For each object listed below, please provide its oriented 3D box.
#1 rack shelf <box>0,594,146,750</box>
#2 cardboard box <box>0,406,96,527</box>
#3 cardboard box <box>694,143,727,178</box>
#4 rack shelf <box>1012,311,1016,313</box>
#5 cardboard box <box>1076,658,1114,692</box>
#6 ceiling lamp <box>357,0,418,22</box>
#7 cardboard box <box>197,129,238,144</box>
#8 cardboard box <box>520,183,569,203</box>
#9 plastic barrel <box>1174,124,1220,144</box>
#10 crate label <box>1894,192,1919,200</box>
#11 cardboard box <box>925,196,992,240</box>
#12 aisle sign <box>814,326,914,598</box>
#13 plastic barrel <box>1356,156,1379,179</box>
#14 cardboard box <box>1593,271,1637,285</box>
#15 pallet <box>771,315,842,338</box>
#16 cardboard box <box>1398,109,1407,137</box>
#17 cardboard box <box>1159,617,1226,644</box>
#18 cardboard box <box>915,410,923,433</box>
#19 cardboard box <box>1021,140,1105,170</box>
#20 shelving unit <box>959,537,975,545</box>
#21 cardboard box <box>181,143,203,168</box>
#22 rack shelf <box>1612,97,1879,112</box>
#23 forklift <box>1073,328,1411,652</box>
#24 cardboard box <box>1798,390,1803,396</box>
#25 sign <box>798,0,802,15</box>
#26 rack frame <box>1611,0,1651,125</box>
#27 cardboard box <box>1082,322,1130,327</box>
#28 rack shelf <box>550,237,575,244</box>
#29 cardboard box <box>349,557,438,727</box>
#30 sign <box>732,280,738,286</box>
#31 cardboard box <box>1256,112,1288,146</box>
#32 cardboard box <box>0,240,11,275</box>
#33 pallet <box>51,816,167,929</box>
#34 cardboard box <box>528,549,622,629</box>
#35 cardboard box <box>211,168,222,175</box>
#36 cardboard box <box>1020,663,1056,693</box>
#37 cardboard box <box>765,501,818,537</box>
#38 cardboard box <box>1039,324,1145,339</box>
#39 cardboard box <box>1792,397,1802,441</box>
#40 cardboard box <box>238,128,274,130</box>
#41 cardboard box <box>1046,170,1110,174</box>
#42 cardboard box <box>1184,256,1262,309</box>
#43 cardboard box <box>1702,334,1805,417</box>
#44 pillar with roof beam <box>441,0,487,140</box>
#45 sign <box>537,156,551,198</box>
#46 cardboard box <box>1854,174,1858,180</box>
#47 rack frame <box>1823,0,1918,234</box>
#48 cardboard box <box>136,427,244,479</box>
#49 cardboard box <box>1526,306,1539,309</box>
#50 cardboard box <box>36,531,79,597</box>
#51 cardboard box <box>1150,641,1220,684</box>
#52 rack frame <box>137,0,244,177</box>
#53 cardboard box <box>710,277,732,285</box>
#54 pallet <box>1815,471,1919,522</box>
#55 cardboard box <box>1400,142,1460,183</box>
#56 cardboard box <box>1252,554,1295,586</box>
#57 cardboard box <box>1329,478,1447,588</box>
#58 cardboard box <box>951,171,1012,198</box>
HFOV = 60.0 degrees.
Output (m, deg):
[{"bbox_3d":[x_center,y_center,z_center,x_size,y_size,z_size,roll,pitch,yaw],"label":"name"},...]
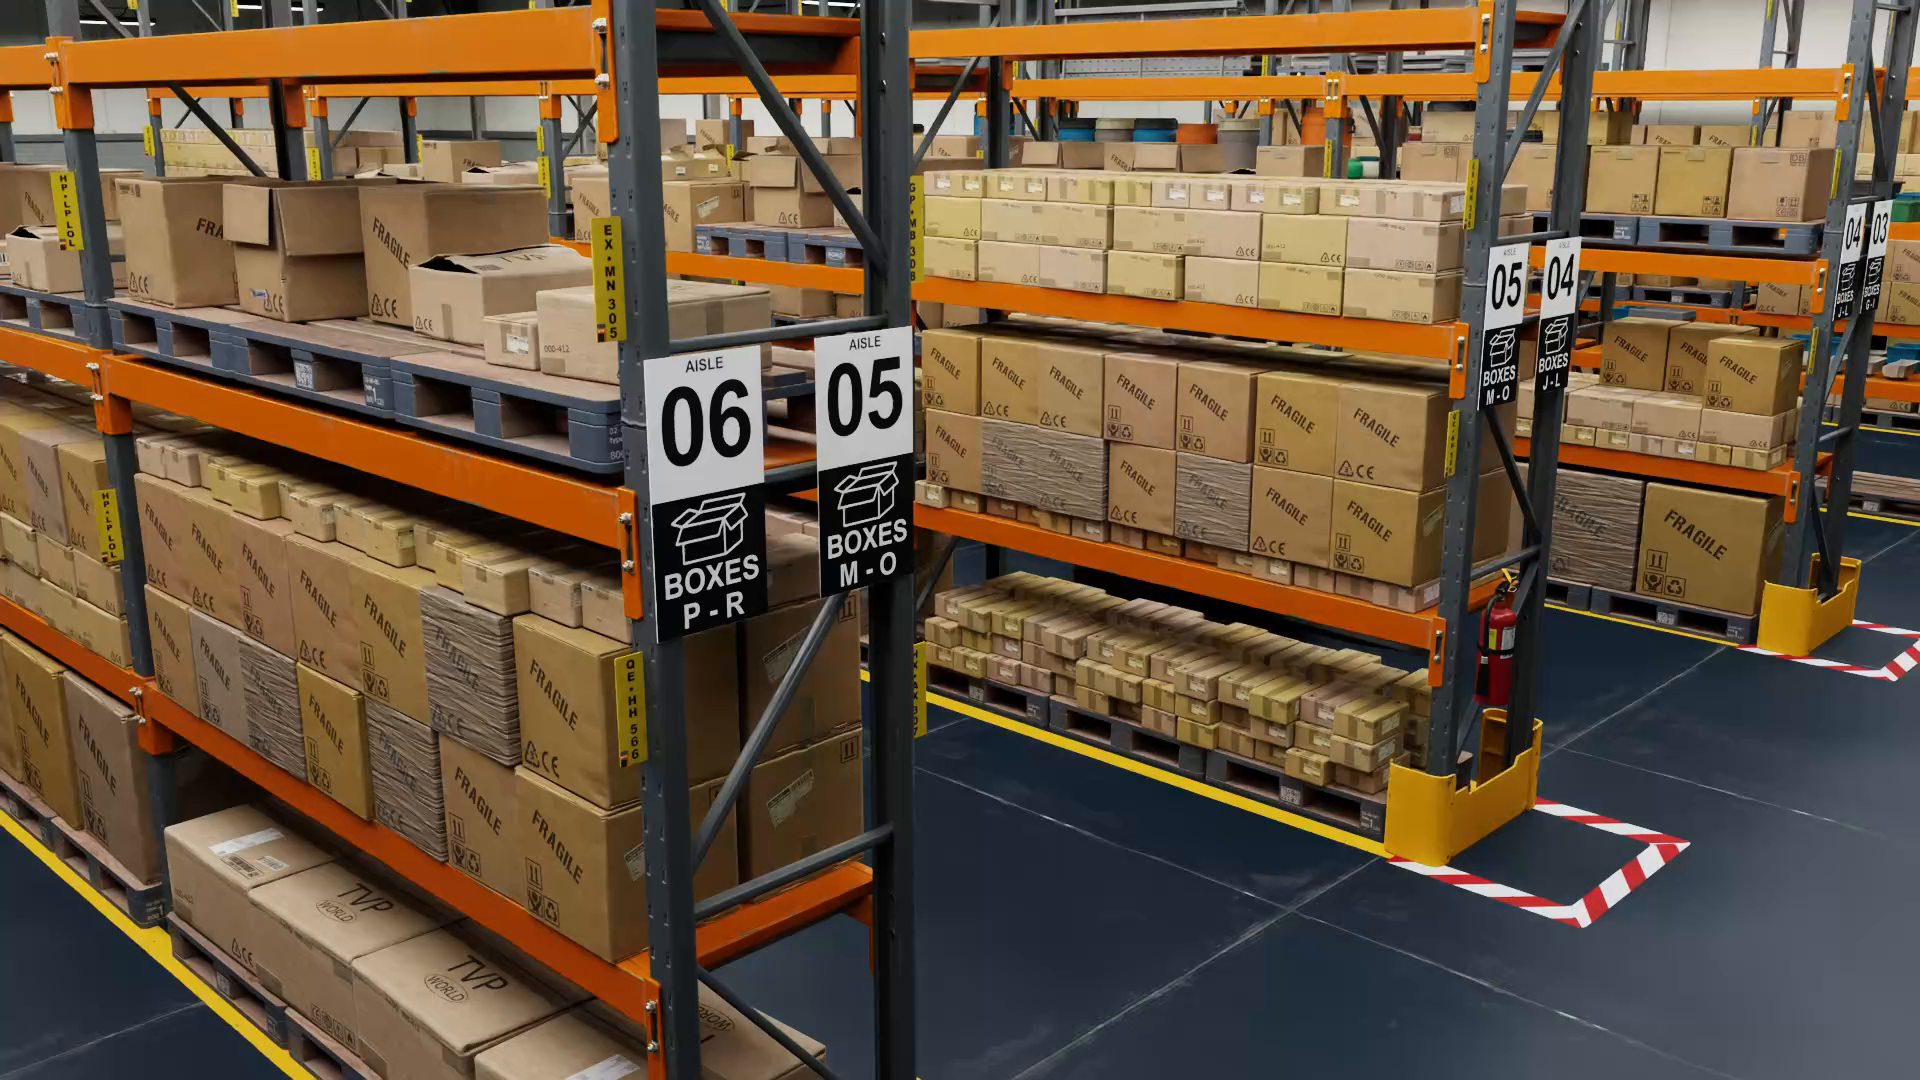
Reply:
[{"bbox_3d":[-4.857,0.356,9.360,4.000,0.370,1.077,14,20,42],"label":"rack shelf"},{"bbox_3d":[-4.642,-0.388,8.609,0.500,0.500,0.500,-14,20,-43],"label":"cardboard box"},{"bbox_3d":[-2.083,-3.018,13.217,0.258,0.266,0.396,14,20,42],"label":"cardboard box"},{"bbox_3d":[-0.300,-3.742,25.088,4.000,0.370,1.077,14,20,42],"label":"rack shelf"},{"bbox_3d":[0.941,0.816,10.401,0.250,0.149,0.380,13,20,42],"label":"cardboard box"},{"bbox_3d":[-16.017,-15.674,45.981,0.800,3.185,2.000,14,20,42],"label":"ceiling lamp"},{"bbox_3d":[-7.942,-4.331,17.860,0.250,0.149,0.380,13,20,41],"label":"cardboard box"},{"bbox_3d":[-3.518,-2.913,13.964,0.250,0.166,0.380,14,20,42],"label":"cardboard box"},{"bbox_3d":[3.108,-4.997,21.676,0.708,0.830,0.600,14,20,42],"label":"plastic barrel"},{"bbox_3d":[9.338,-3.239,16.079,0.502,0.251,0.408,14,20,42],"label":"crate label"},{"bbox_3d":[0.125,-2.051,10.530,0.500,0.250,0.500,-14,20,-42],"label":"cardboard box"},{"bbox_3d":[-0.285,-0.240,5.065,0.004,0.787,0.394,14,20,42],"label":"aisle sign"},{"bbox_3d":[4.893,-4.466,19.935,0.301,0.262,0.301,0,15,0],"label":"plastic barrel"},{"bbox_3d":[9.025,-3.788,22.806,0.500,0.500,0.700,8,17,28],"label":"cardboard box"},{"bbox_3d":[-1.849,-2.588,19.613,1.213,0.211,1.003,14,20,42],"label":"pallet"},{"bbox_3d":[7.862,-7.669,30.564,0.500,0.500,0.500,-14,20,-43],"label":"cardboard box"},{"bbox_3d":[1.475,0.624,10.548,0.250,0.149,0.380,14,20,42],"label":"cardboard box"},{"bbox_3d":[-0.478,-0.817,11.513,0.380,0.149,0.250,-14,20,-42],"label":"cardboard box"},{"bbox_3d":[1.071,-3.752,16.713,0.797,0.503,0.637,-13,19,-41],"label":"cardboard box"},{"bbox_3d":[0.006,-0.434,15.131,0.210,0.900,0.258,14,20,42],"label":"shelving unit"},{"bbox_3d":[-8.157,-4.213,18.197,0.500,0.250,0.500,13,20,41],"label":"cardboard box"},{"bbox_3d":[12.336,-6.849,25.910,4.000,0.370,1.077,14,20,42],"label":"rack shelf"},{"bbox_3d":[2.285,-0.775,12.413,1.130,2.935,3.031,-13,20,-41],"label":"forklift"},{"bbox_3d":[10.947,-2.193,21.803,0.500,0.500,0.500,14,20,42],"label":"cardboard box"},{"bbox_3d":[-1.917,-6.374,19.699,0.005,0.325,0.100,14,20,42],"label":"sign"},{"bbox_3d":[10.896,-7.741,27.112,0.127,3.000,1.000,14,20,42],"label":"rack frame"},{"bbox_3d":[1.487,-1.876,16.301,0.500,0.500,0.500,13,20,41],"label":"cardboard box"},{"bbox_3d":[-4.374,-2.711,15.185,4.000,0.370,1.077,14,20,42],"label":"rack shelf"},{"bbox_3d":[-1.801,0.312,5.924,0.500,0.500,0.500,14,20,42],"label":"cardboard box"},{"bbox_3d":[-2.669,-3.160,19.711,0.005,0.325,0.100,14,20,42],"label":"sign"},{"bbox_3d":[4.997,-6.468,26.153,0.500,0.500,0.500,14,20,43],"label":"cardboard box"},{"bbox_3d":[-4.883,-1.487,8.690,0.380,0.166,0.250,-12,19,-40],"label":"cardboard box"},{"bbox_3d":[-4.025,1.586,8.744,1.213,0.211,1.003,14,20,42],"label":"pallet"},{"bbox_3d":[-1.135,0.146,5.274,0.380,0.149,0.250,-14,20,-43],"label":"cardboard box"},{"bbox_3d":[-7.760,-3.901,17.789,0.250,0.149,0.380,13,20,42],"label":"cardboard box"},{"bbox_3d":[0.609,0.856,10.835,0.250,0.149,0.380,13,20,41],"label":"cardboard box"},{"bbox_3d":[-1.127,-0.091,12.289,0.500,0.250,0.500,-13,20,-42],"label":"cardboard box"},{"bbox_3d":[0.847,-1.111,10.795,0.500,0.500,0.500,13,19,40],"label":"cardboard box"},{"bbox_3d":[6.182,-0.945,12.635,0.500,0.250,0.500,13,19,41],"label":"cardboard box"},{"bbox_3d":[-7.852,-4.539,18.659,0.250,0.149,0.380,14,20,43],"label":"cardboard box"},{"bbox_3d":[0.763,-2.287,10.645,0.250,0.149,0.380,14,20,42],"label":"cardboard box"},{"bbox_3d":[1.594,-1.446,9.198,0.500,0.250,0.500,-13,20,-42],"label":"cardboard box"},{"bbox_3d":[5.807,-1.212,12.174,0.500,0.500,0.500,14,20,43],"label":"cardboard box"},{"bbox_3d":[-18.343,-13.644,49.769,0.548,9.000,9.100,14,20,42],"label":"pillar with roof beam"},{"bbox_3d":[-3.325,-2.899,13.295,0.005,0.325,0.100,14,20,42],"label":"sign"},{"bbox_3d":[10.875,-4.399,20.531,0.500,0.250,0.500,14,20,42],"label":"cardboard box"},{"bbox_3d":[6.340,-3.644,11.387,0.127,3.000,1.000,14,20,42],"label":"rack frame"},{"bbox_3d":[-3.370,-0.386,7.313,0.250,0.149,0.380,13,20,41],"label":"cardboard box"},{"bbox_3d":[10.051,-4.069,29.002,0.500,0.500,0.700,14,20,42],"label":"cardboard box"},{"bbox_3d":[-4.269,0.070,8.339,0.500,0.250,0.500,-14,20,-43],"label":"cardboard box"},{"bbox_3d":[1.365,0.747,10.074,0.250,0.149,0.380,13,19,40],"label":"cardboard box"},{"bbox_3d":[-8.693,-5.561,18.746,0.127,3.000,1.000,14,20,42],"label":"rack frame"},{"bbox_3d":[-2.579,-3.123,20.498,0.500,0.500,0.875,14,20,42],"label":"cardboard box"},{"bbox_3d":[9.212,-0.442,16.526,1.213,0.211,1.003,14,20,42],"label":"pallet"},{"bbox_3d":[4.066,-3.066,13.890,0.500,0.500,0.700,12,19,39],"label":"cardboard box"},{"bbox_3d":[1.850,0.126,9.316,0.380,0.149,0.250,-14,20,-43],"label":"cardboard box"},{"bbox_3d":[2.323,-0.082,8.828,0.500,0.500,0.500,-14,20,-43],"label":"cardboard box"},{"bbox_3d":[0.160,-2.223,10.400,0.250,0.149,0.380,13,19,40],"label":"cardboard box"}]
